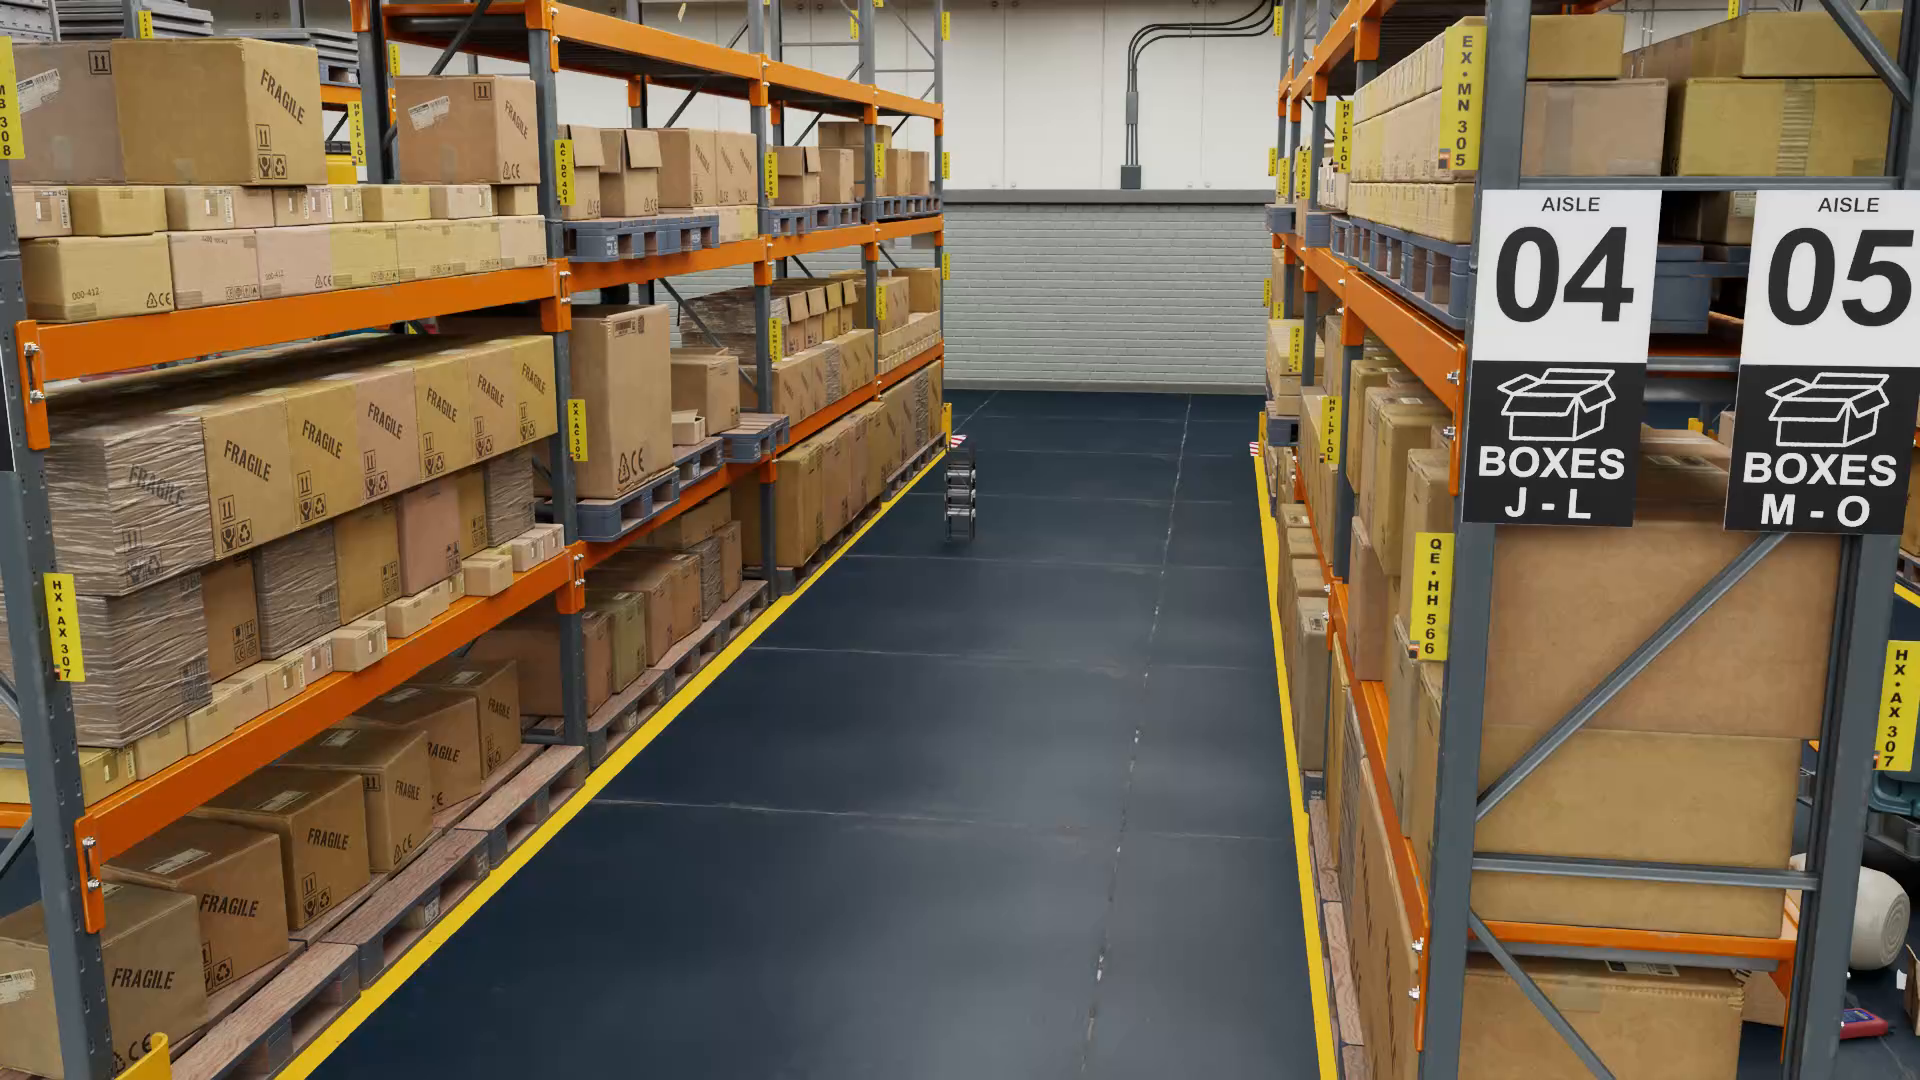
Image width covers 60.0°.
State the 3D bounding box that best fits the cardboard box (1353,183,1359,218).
[{"bbox_3d":[1.902,-1.467,7.179,0.380,0.149,0.250,2,12,9],"label":"cardboard box"}]

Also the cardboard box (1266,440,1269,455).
[{"bbox_3d":[3.642,-1.040,18.727,0.380,0.149,0.250,2,12,9],"label":"cardboard box"}]

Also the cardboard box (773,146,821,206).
[{"bbox_3d":[-1.645,-3.151,14.387,0.797,0.503,0.637,2,12,8],"label":"cardboard box"}]

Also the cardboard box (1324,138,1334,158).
[{"bbox_3d":[2.752,-2.803,11.961,0.396,0.266,0.258,2,12,9],"label":"cardboard box"}]

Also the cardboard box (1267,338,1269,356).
[{"bbox_3d":[3.009,-1.760,15.191,0.380,0.149,0.250,2,12,8],"label":"cardboard box"}]

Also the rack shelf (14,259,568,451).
[{"bbox_3d":[-2.861,-0.868,6.746,1.077,0.370,4.000,2,12,9],"label":"rack shelf"}]

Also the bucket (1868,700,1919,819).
[{"bbox_3d":[4.589,0.972,7.781,0.726,0.611,0.620,7,4,28],"label":"bucket"}]

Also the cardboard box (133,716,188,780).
[{"bbox_3d":[-2.832,0.683,5.559,0.380,0.149,0.250,2,12,9],"label":"cardboard box"}]

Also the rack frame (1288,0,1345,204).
[{"bbox_3d":[3.562,-4.586,15.170,1.000,3.000,0.127,2,12,9],"label":"rack frame"}]

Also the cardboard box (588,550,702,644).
[{"bbox_3d":[-2.175,0.379,11.262,0.700,0.500,0.500,3,13,13],"label":"cardboard box"}]

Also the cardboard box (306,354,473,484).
[{"bbox_3d":[-2.504,-0.542,7.329,0.500,0.500,0.500,2,12,9],"label":"cardboard box"}]

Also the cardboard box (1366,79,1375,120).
[{"bbox_3d":[1.824,-1.752,6.610,0.380,0.149,0.250,2,12,8],"label":"cardboard box"}]

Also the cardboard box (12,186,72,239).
[{"bbox_3d":[-2.898,-0.975,4.943,0.380,0.149,0.250,2,12,8],"label":"cardboard box"}]

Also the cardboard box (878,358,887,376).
[{"bbox_3d":[-0.949,-1.763,16.908,0.380,0.149,0.250,2,12,9],"label":"cardboard box"}]

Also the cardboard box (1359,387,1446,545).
[{"bbox_3d":[2.052,-0.287,6.544,0.875,0.550,0.550,2,12,9],"label":"cardboard box"}]

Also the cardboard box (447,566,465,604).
[{"bbox_3d":[-2.539,0.212,7.740,0.380,0.149,0.250,2,12,9],"label":"cardboard box"}]

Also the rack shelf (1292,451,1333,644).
[{"bbox_3d":[2.639,-0.053,10.082,1.077,0.370,4.000,2,12,9],"label":"rack shelf"}]

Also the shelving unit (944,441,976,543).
[{"bbox_3d":[0.001,-0.442,15.163,0.258,0.900,0.210,2,12,9],"label":"shelving unit"}]

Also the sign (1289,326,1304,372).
[{"bbox_3d":[2.409,-1.364,11.897,0.100,0.325,0.005,2,12,9],"label":"sign"}]

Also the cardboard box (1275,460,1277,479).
[{"bbox_3d":[3.296,-0.686,16.379,0.380,0.149,0.250,2,12,10],"label":"cardboard box"}]

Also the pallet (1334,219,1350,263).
[{"bbox_3d":[2.424,-1.553,8.672,0.805,0.209,1.217,1,12,6],"label":"pallet"}]

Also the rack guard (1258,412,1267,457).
[{"bbox_3d":[4.166,-1.248,19.856,1.175,0.500,0.348,2,12,9],"label":"rack guard"}]

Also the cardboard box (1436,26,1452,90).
[{"bbox_3d":[1.473,-1.276,4.400,0.380,0.149,0.250,2,12,9],"label":"cardboard box"}]

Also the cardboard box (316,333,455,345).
[{"bbox_3d":[-2.874,-0.767,8.374,0.500,0.500,0.500,2,12,9],"label":"cardboard box"}]

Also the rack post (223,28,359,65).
[{"bbox_3d":[-6.378,-4.717,15.957,0.937,0.300,0.954,2,12,8],"label":"rack post"}]

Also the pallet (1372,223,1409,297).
[{"bbox_3d":[2.006,-0.988,5.804,1.003,0.211,1.213,2,12,9],"label":"pallet"}]

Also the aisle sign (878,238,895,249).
[{"bbox_3d":[-0.993,-3.963,20.350,0.394,0.787,0.004,2,12,9],"label":"aisle sign"}]

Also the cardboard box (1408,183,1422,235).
[{"bbox_3d":[1.551,-0.992,4.974,0.380,0.149,0.250,2,12,9],"label":"cardboard box"}]

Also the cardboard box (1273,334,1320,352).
[{"bbox_3d":[2.811,-1.634,13.900,0.380,0.149,0.250,2,12,10],"label":"cardboard box"}]

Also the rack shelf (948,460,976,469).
[{"bbox_3d":[0.001,-0.673,15.113,0.258,0.077,0.200,2,12,9],"label":"rack shelf"}]

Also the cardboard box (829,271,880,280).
[{"bbox_3d":[-1.199,-2.803,19.007,0.500,0.500,0.500,2,12,7],"label":"cardboard box"}]

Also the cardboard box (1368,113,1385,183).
[{"bbox_3d":[1.827,-1.478,6.283,0.500,0.250,0.500,2,12,8],"label":"cardboard box"}]

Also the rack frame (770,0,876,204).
[{"bbox_3d":[-1.323,-4.768,16.013,1.000,3.000,0.127,2,12,9],"label":"rack frame"}]

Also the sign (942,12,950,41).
[{"bbox_3d":[-0.174,-6.075,19.675,0.100,0.325,0.005,2,12,9],"label":"sign"}]

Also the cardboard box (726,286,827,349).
[{"bbox_3d":[-1.610,-1.969,14.647,0.797,0.503,0.637,2,12,10],"label":"cardboard box"}]

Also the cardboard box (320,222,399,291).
[{"bbox_3d":[-2.611,-1.141,6.661,0.500,0.250,0.500,2,12,10],"label":"cardboard box"}]

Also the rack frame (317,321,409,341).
[{"bbox_3d":[-6.217,-1.996,17.390,1.000,3.000,0.127,2,12,9],"label":"rack frame"}]

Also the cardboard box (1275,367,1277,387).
[{"bbox_3d":[2.650,-1.277,12.948,0.380,0.149,0.250,2,12,10],"label":"cardboard box"}]

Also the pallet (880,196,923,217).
[{"bbox_3d":[-0.997,-3.681,18.303,1.003,0.211,1.213,2,12,9],"label":"pallet"}]

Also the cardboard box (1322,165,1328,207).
[{"bbox_3d":[2.541,-2.220,10.433,0.500,0.250,0.500,2,12,10],"label":"cardboard box"}]

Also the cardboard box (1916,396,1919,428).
[{"bbox_3d":[7.882,-1.040,13.312,0.500,0.250,0.500,2,12,8],"label":"cardboard box"}]

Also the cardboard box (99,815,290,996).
[{"bbox_3d":[-2.998,1.424,6.457,0.500,0.500,0.500,5,13,23],"label":"cardboard box"}]

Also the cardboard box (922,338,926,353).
[{"bbox_3d":[-0.593,-2.248,19.155,0.380,0.149,0.250,2,12,7],"label":"cardboard box"}]

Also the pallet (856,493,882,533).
[{"bbox_3d":[-1.367,-0.309,16.183,1.003,0.211,1.213,2,12,9],"label":"pallet"}]

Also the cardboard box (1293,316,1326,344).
[{"bbox_3d":[3.357,-1.958,16.270,0.500,0.500,0.500,2,12,9],"label":"cardboard box"}]

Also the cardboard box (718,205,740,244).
[{"bbox_3d":[-1.832,-2.185,11.504,0.500,0.250,0.500,2,12,8],"label":"cardboard box"}]

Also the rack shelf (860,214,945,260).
[{"bbox_3d":[-1.016,-3.366,18.337,1.077,0.370,4.000,2,12,9],"label":"rack shelf"}]

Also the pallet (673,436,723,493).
[{"bbox_3d":[-2.202,-0.495,10.884,1.003,0.211,1.213,2,12,9],"label":"pallet"}]

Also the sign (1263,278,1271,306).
[{"bbox_3d":[3.641,-2.927,19.656,0.100,0.325,0.005,2,12,9],"label":"sign"}]

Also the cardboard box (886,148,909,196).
[{"bbox_3d":[-0.954,-3.985,18.031,0.700,0.500,0.500,2,12,11],"label":"cardboard box"}]

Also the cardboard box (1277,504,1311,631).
[{"bbox_3d":[2.764,0.198,11.557,1.050,0.750,0.750,2,12,8],"label":"cardboard box"}]

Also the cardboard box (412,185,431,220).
[{"bbox_3d":[-2.532,-1.463,7.210,0.380,0.149,0.250,2,12,11],"label":"cardboard box"}]

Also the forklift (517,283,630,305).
[{"bbox_3d":[-3.609,-1.435,14.953,1.130,2.935,3.031,2,12,11],"label":"forklift"}]

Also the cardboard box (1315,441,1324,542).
[{"bbox_3d":[2.226,-0.259,9.096,0.500,0.500,0.500,2,12,8],"label":"cardboard box"}]

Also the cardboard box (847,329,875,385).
[{"bbox_3d":[-1.125,-1.778,16.142,0.500,0.500,0.500,2,12,9],"label":"cardboard box"}]
